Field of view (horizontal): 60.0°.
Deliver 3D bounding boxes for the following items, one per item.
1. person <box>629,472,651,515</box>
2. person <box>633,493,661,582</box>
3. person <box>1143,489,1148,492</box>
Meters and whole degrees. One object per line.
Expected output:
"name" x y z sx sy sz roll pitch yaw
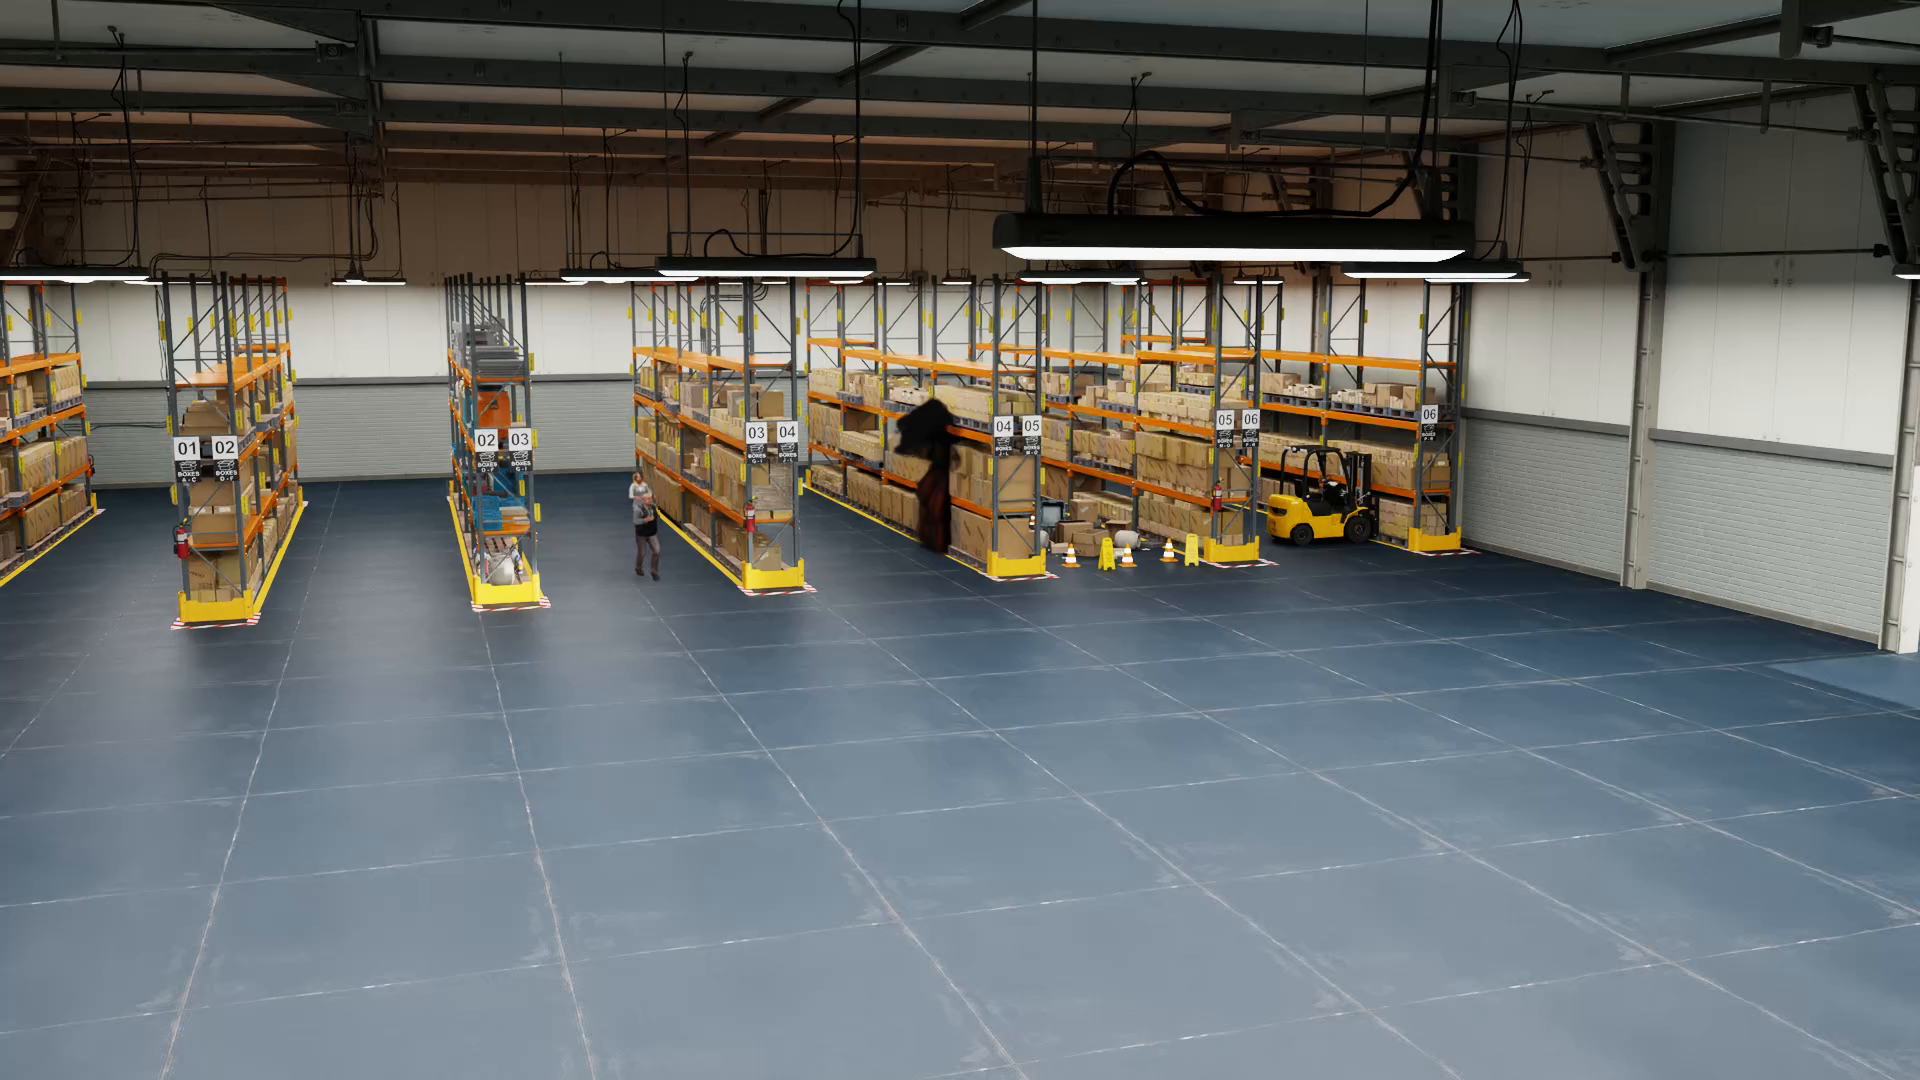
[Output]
"person" -7.239 -0.750 37.711 0.511 1.570 0.633 -2 9 -15
"person" -6.203 -0.046 32.817 0.639 1.785 0.859 -6 11 -36
"person" 4.918 -1.550 42.683 0.670 1.723 0.772 -2 9 -15
